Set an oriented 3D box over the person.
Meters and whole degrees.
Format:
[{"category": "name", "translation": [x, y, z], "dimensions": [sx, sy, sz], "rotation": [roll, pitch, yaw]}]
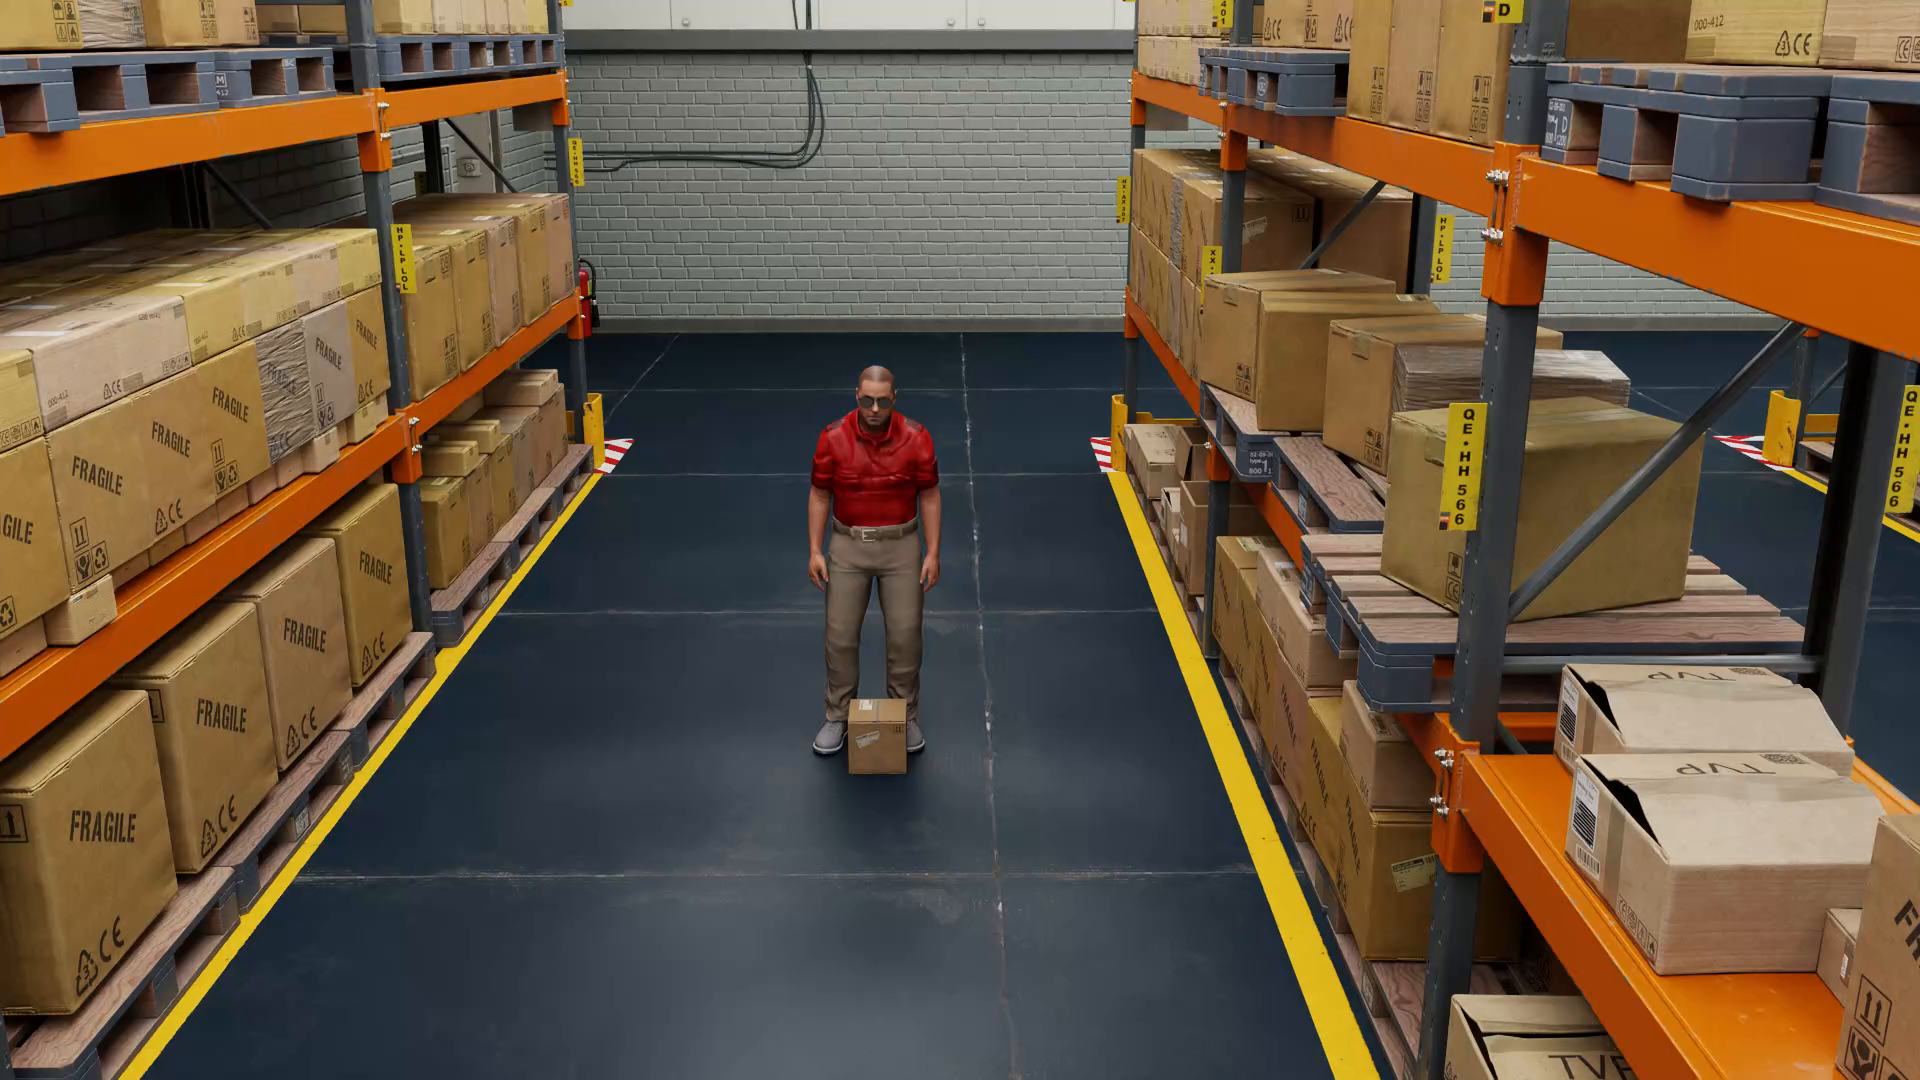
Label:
[{"category": "person", "translation": [-0.374, 0.078, 7.310], "dimensions": [0.587, 1.727, 0.394], "rotation": [0, 17, 0]}]
